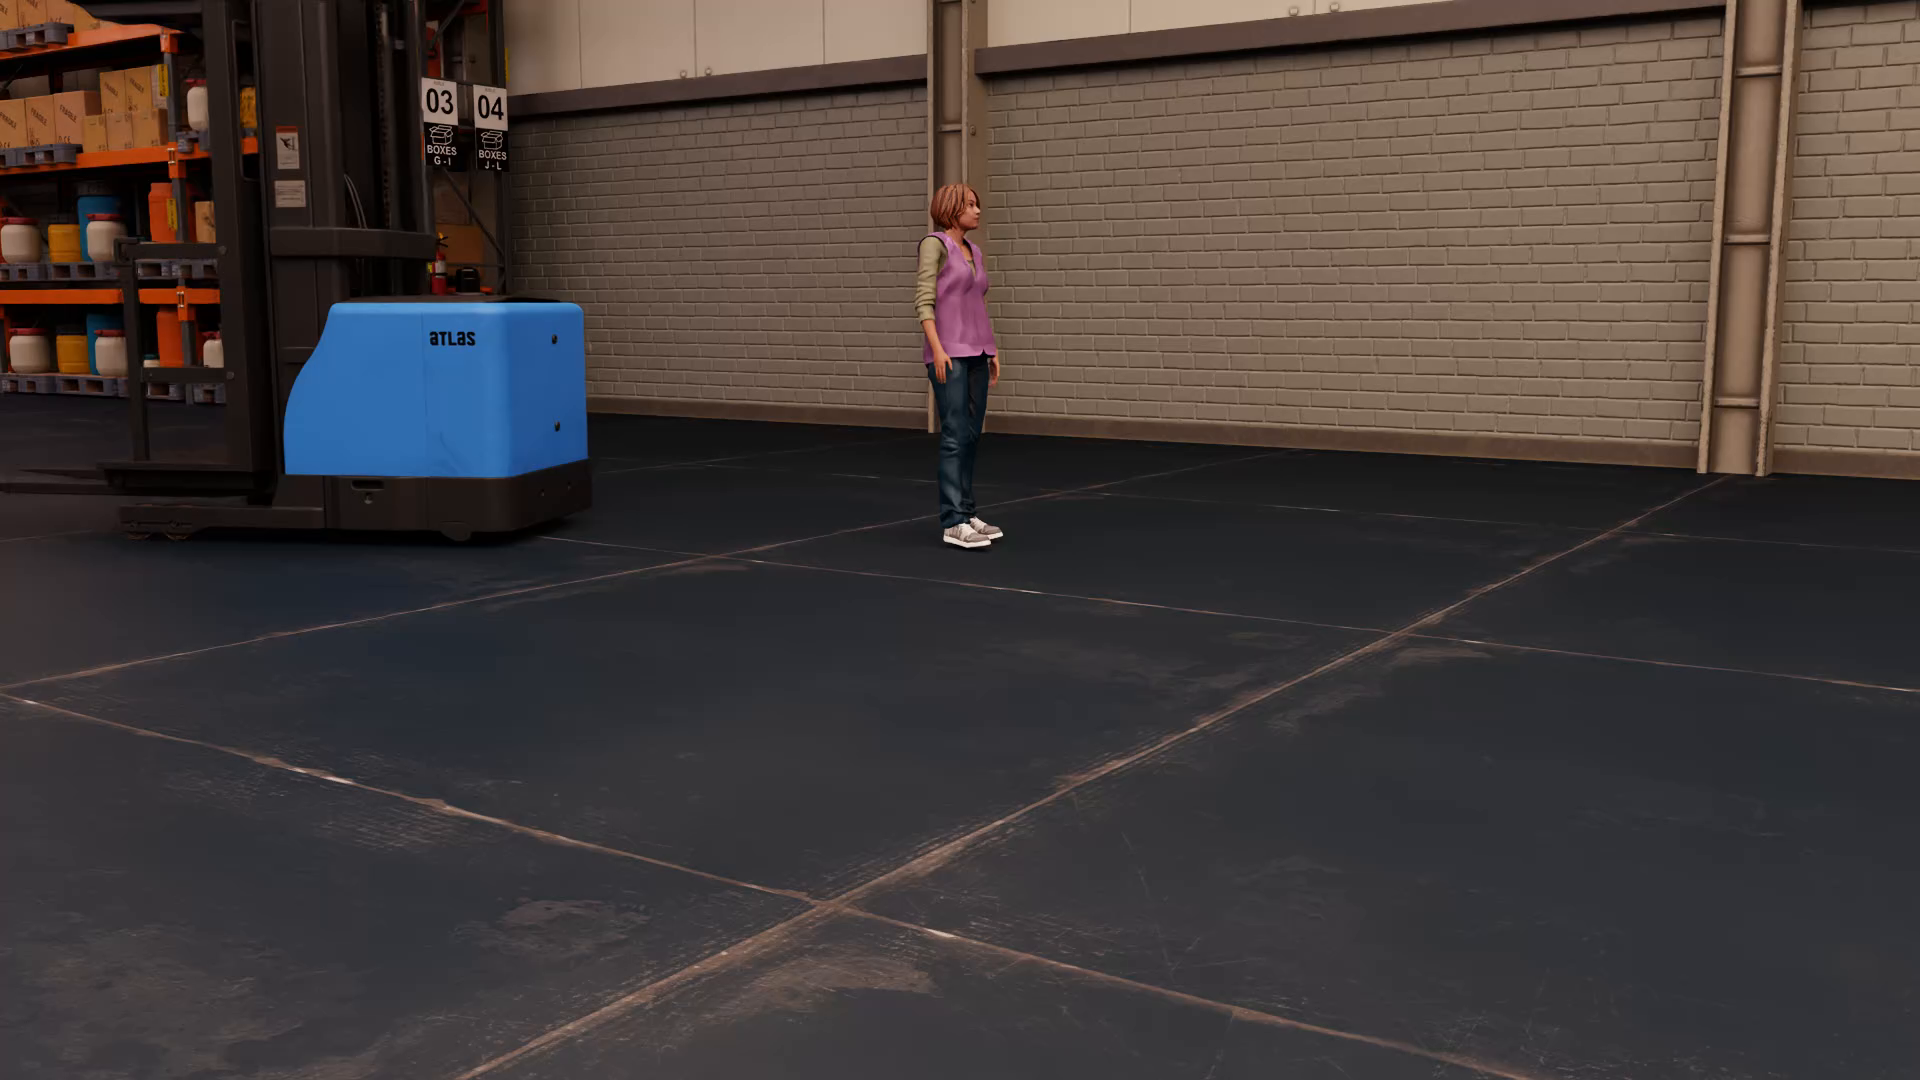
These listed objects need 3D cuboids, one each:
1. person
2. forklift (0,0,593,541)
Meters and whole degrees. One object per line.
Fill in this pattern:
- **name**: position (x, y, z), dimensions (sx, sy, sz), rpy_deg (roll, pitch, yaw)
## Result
- **person**: position (0.054, -0.791, 7.437), dimensions (0.473, 1.599, 0.520), rpy_deg (5, 10, 34)
- **forklift**: position (-3.389, -1.519, 7.875), dimensions (3.031, 2.935, 1.130), rpy_deg (1, 8, 9)
